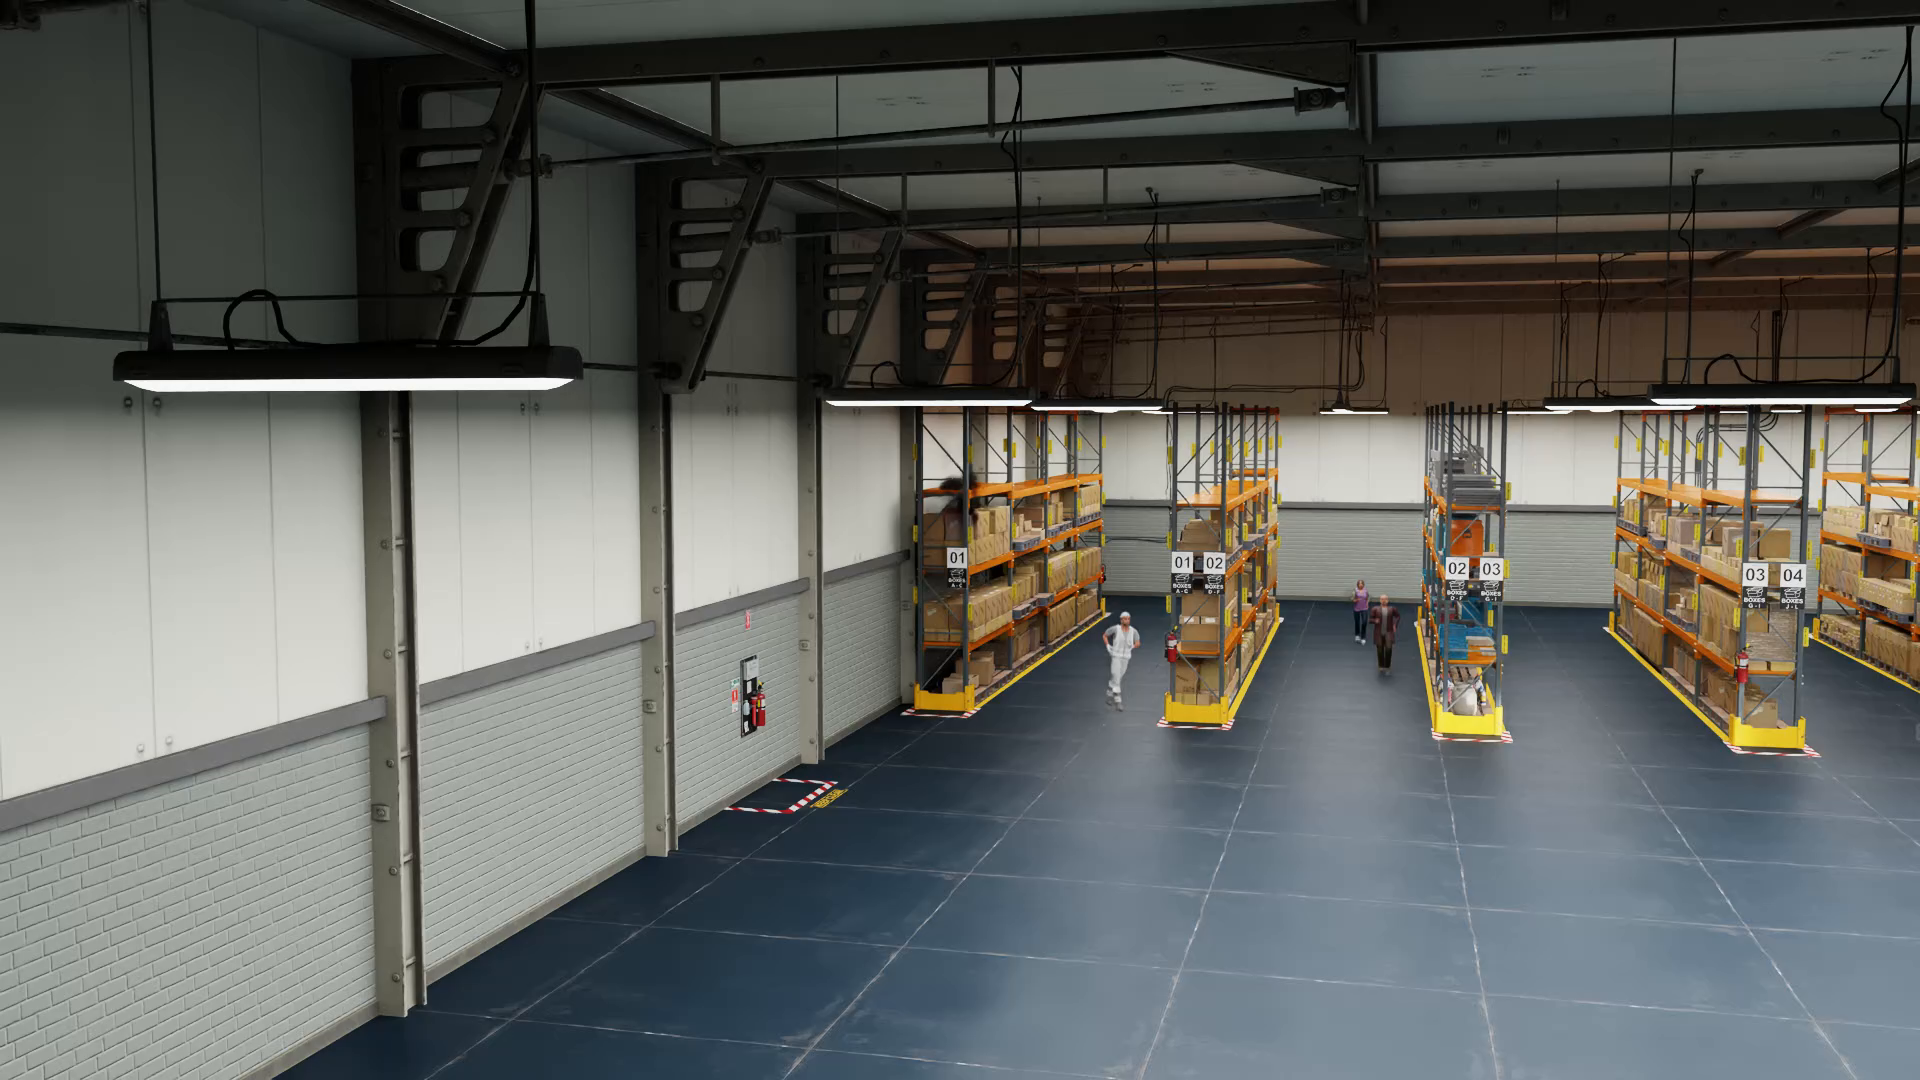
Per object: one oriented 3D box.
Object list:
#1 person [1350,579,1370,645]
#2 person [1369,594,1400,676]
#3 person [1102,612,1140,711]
[{"bbox_3d":[10.121,1.812,42.026,0.518,1.639,0.690,0,4,6],"label":"person"},{"bbox_3d":[9.428,2.114,36.952,0.685,1.804,0.753,1,4,15],"label":"person"},{"bbox_3d":[3.059,2.250,31.347,0.682,1.819,0.868,-1,4,-18],"label":"person"}]
